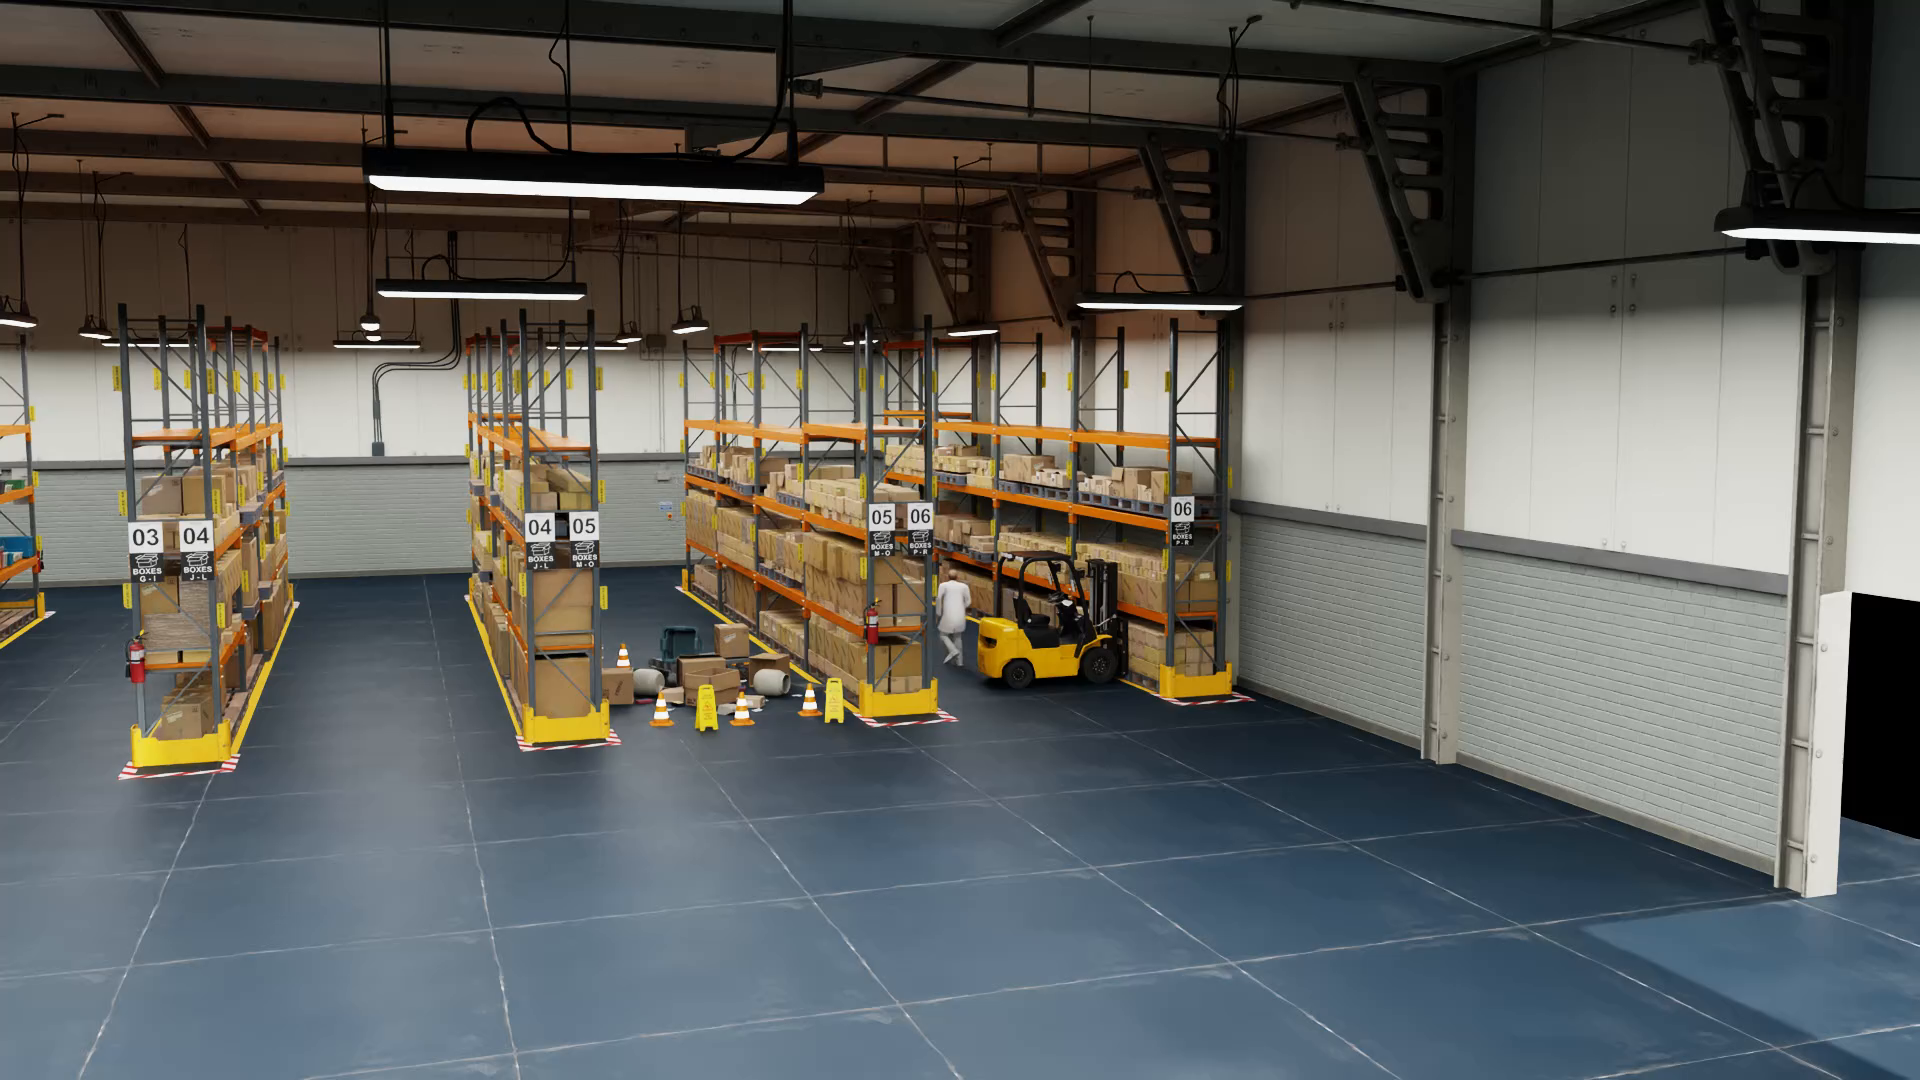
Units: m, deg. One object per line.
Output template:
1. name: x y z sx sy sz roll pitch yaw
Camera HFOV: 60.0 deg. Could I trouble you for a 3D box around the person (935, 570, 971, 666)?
1. person: -0.116 1.374 29.577 0.699 1.668 0.774 -2 6 -19
